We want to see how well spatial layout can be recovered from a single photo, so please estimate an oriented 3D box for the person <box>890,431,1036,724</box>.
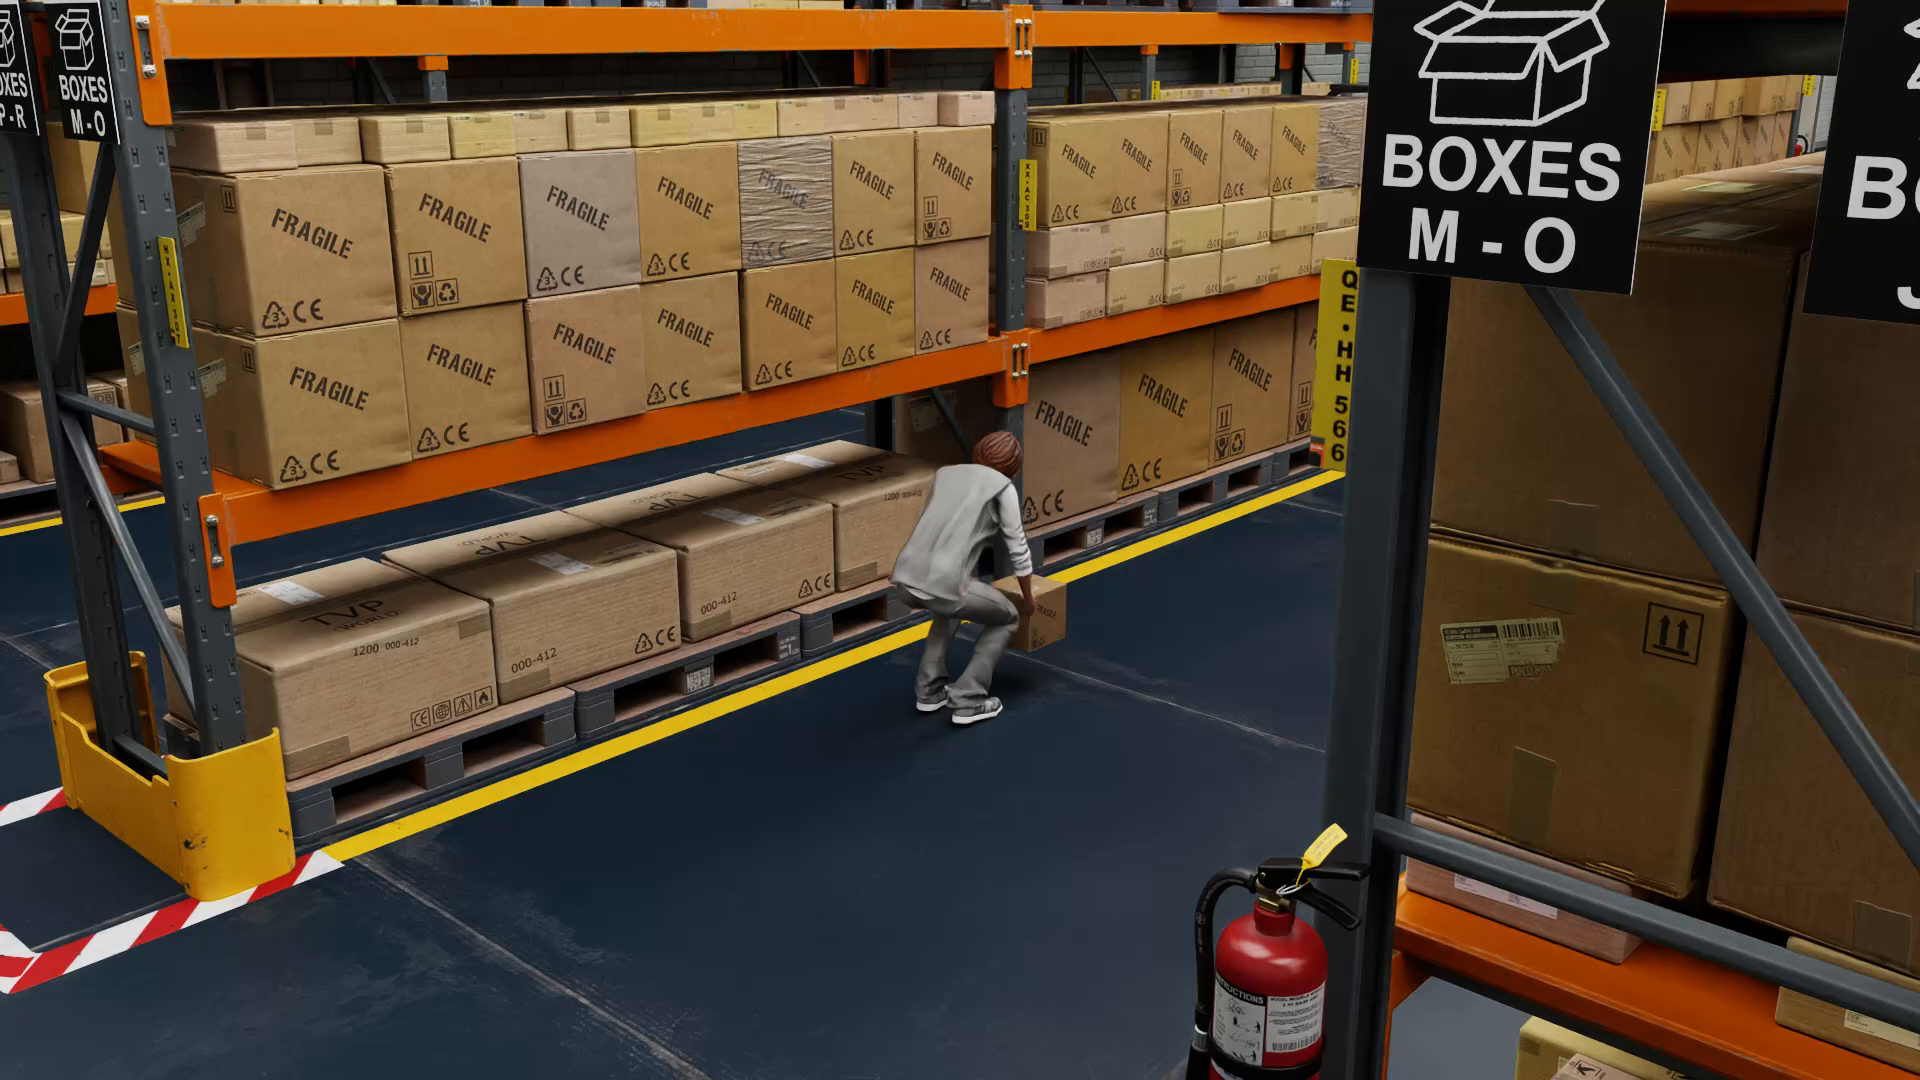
[{"bbox_3d":[0.004,0.162,6.851,0.464,1.122,0.730,15,23,39],"label":"person"}]
